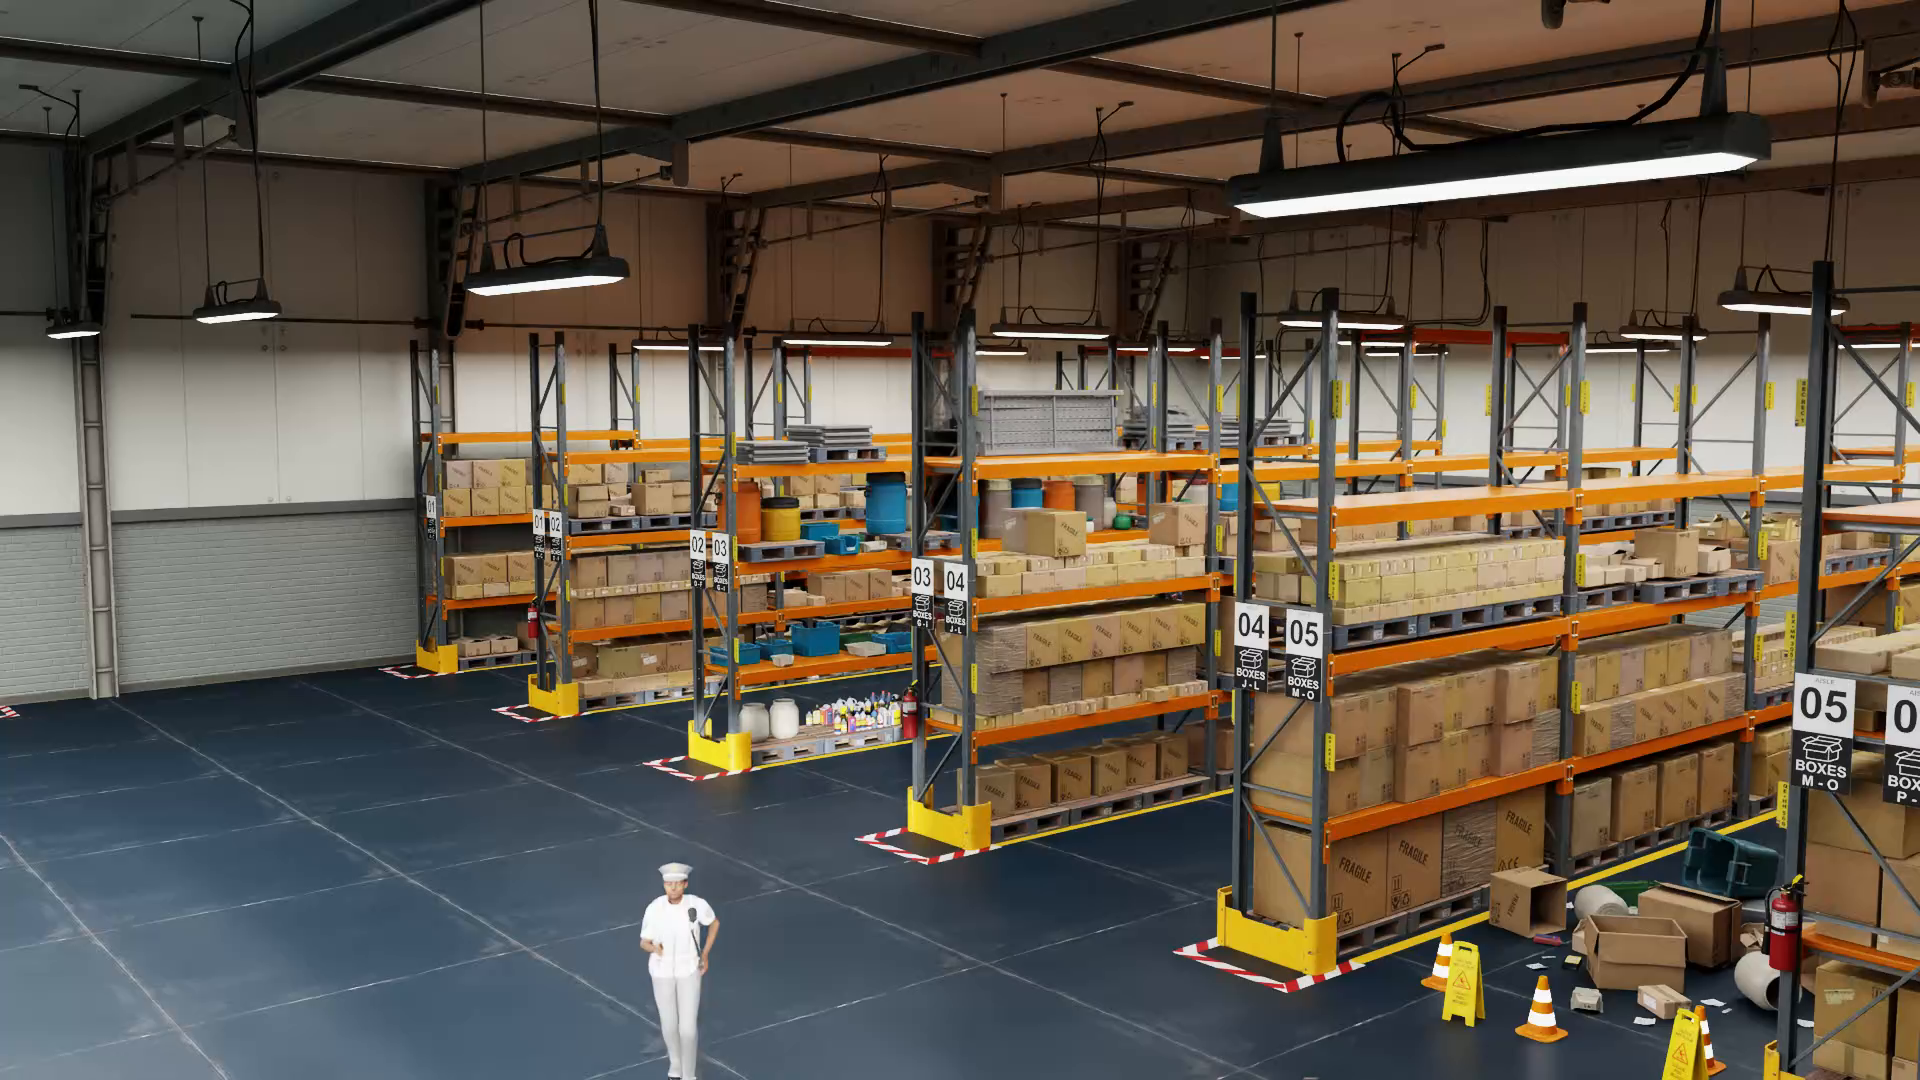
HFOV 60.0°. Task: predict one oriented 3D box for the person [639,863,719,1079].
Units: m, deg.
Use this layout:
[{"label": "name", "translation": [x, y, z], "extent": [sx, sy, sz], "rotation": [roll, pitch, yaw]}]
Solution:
[{"label": "person", "translation": [-2.059, 3.210, 12.152], "extent": [0.553, 1.737, 0.681], "rotation": [0, 5, -1]}]
